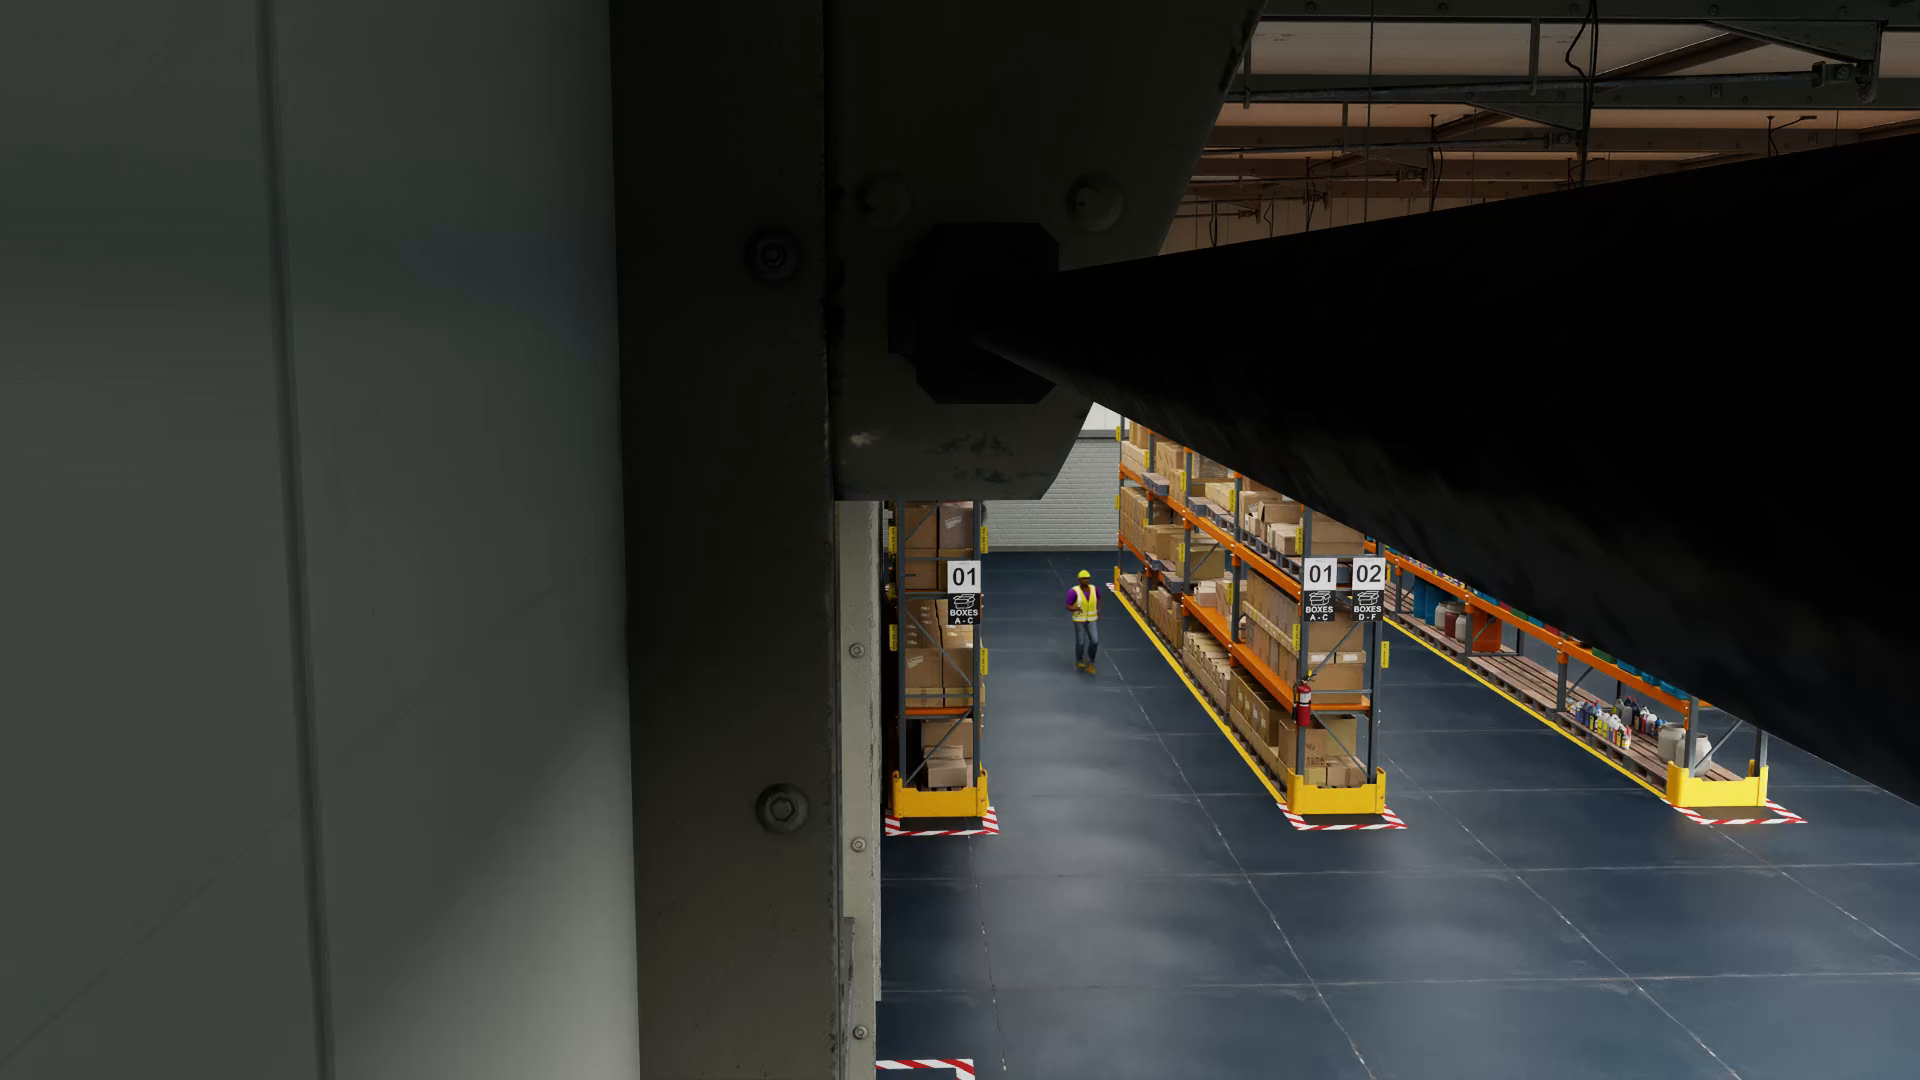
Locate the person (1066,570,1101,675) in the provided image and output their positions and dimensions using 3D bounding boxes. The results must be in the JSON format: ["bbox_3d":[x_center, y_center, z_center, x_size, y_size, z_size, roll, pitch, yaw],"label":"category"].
[{"bbox_3d":[2.128,1.406,28.295,0.671,1.806,0.738,-1,8,-10],"label":"person"}]
